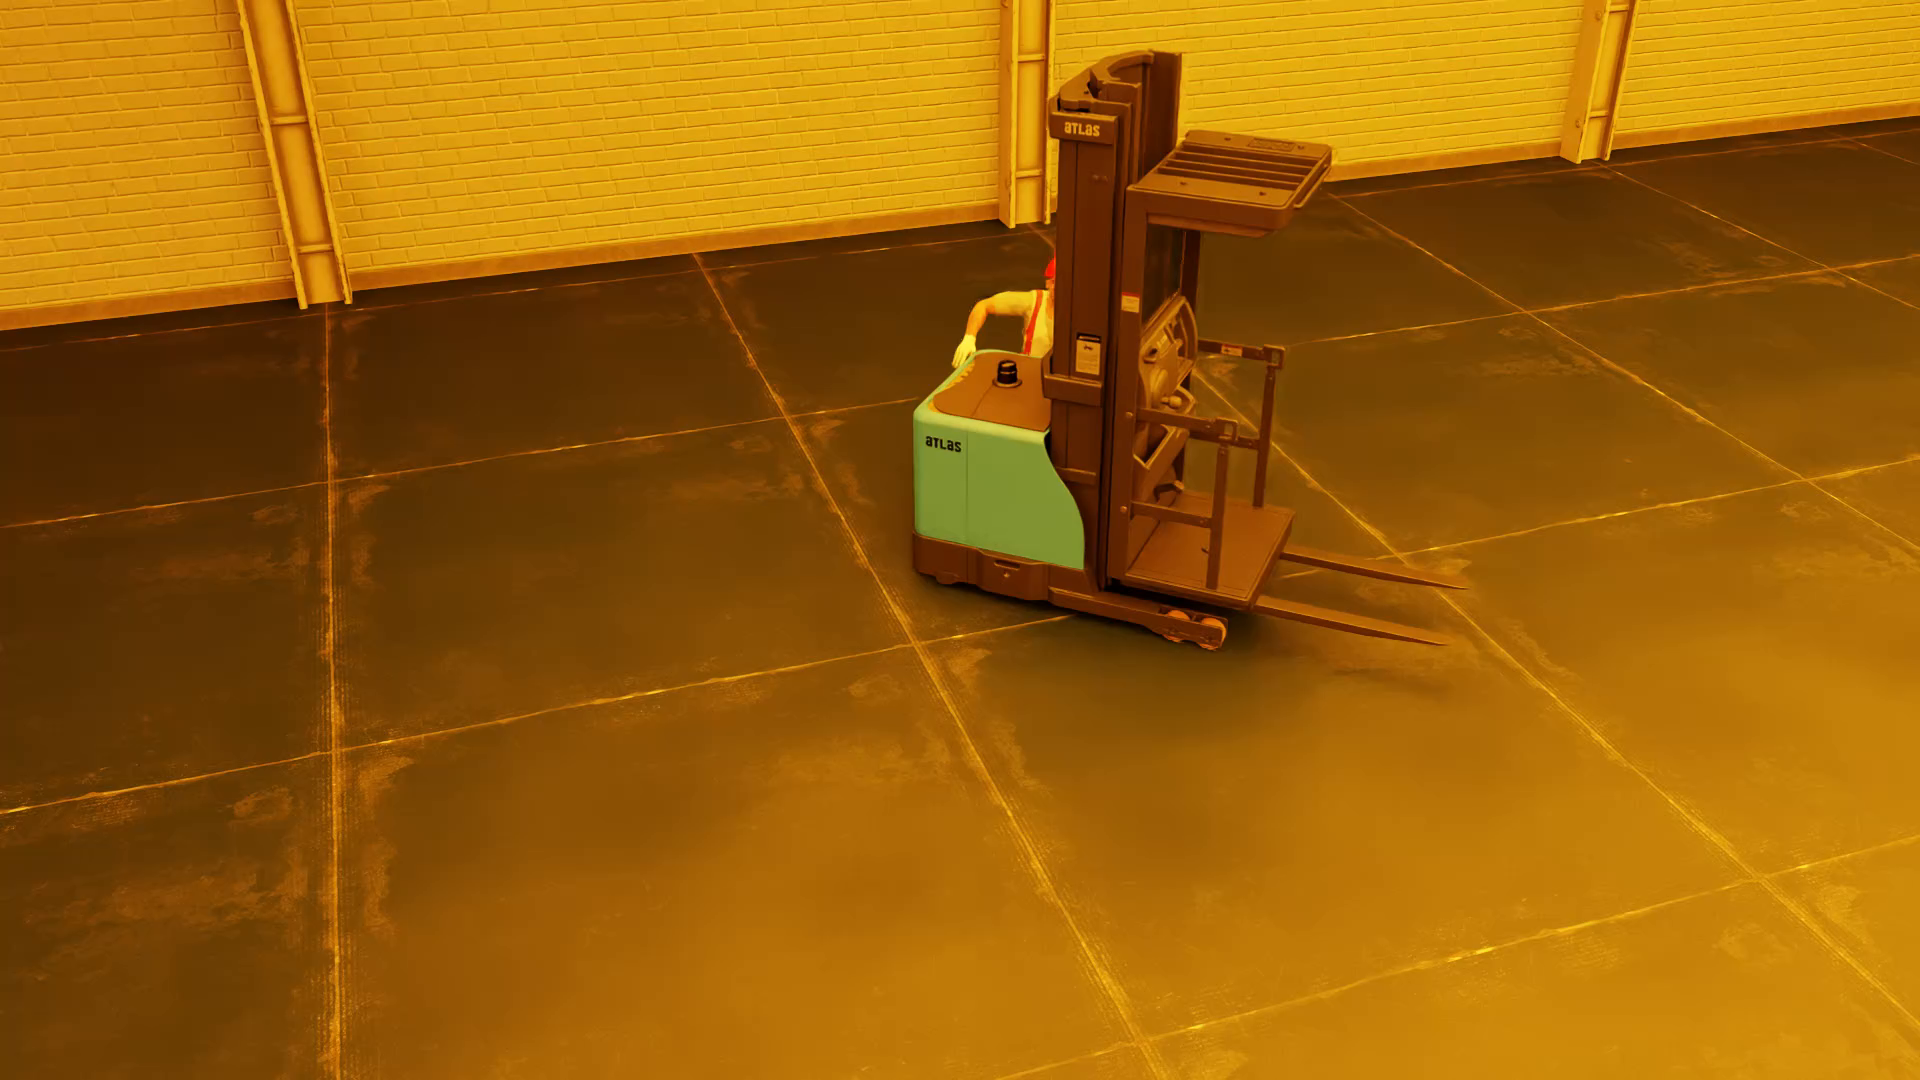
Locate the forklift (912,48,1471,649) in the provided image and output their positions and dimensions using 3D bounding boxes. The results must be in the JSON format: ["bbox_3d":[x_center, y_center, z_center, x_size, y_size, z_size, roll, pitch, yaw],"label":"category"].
[{"bbox_3d":[1.291,-0.981,8.792,3.031,2.935,1.130,12,32,20],"label":"forklift"}]

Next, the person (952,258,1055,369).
[{"bbox_3d":[0.517,-0.881,10.003,1.136,1.564,0.863,1,30,3],"label":"person"}]
